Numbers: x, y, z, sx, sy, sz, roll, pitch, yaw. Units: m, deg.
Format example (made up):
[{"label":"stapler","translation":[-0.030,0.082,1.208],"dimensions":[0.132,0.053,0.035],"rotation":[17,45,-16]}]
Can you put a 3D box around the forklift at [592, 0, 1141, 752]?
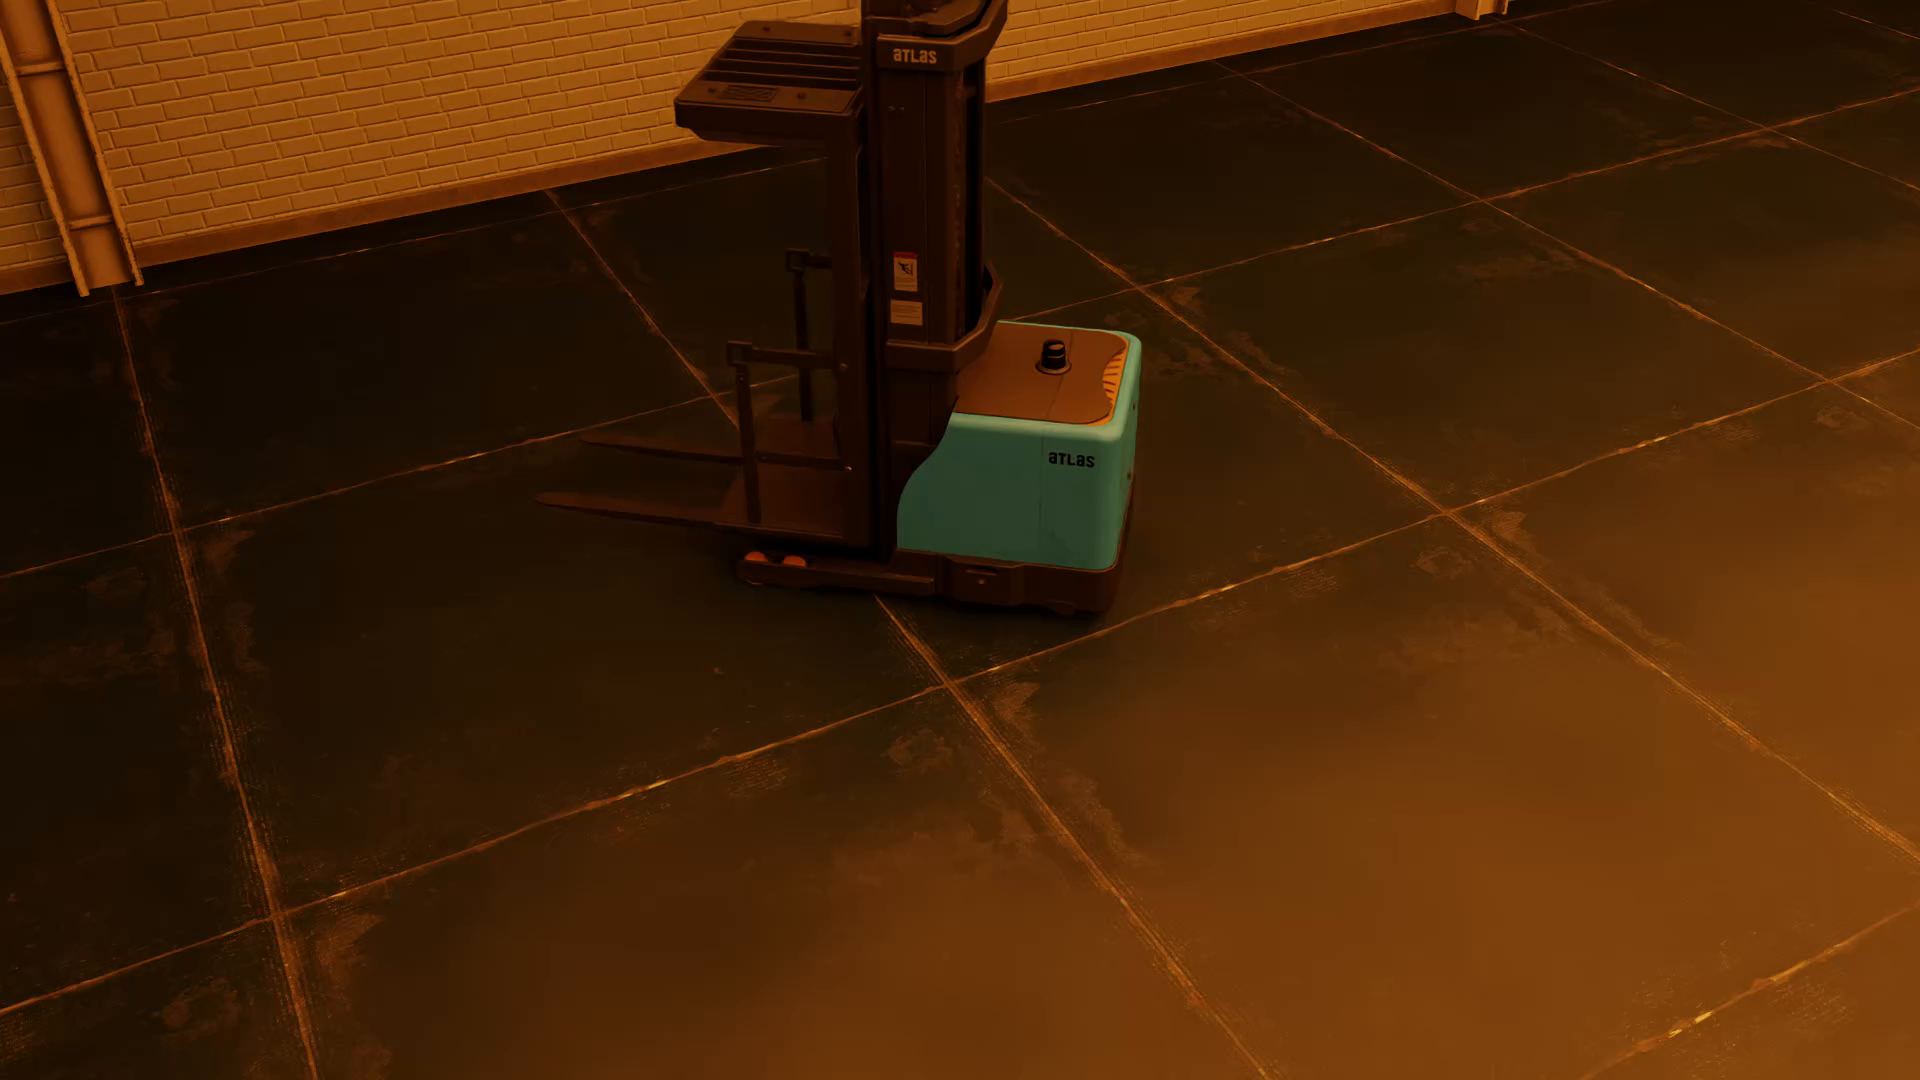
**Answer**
[{"label":"forklift","translation":[-0.405,-0.916,7.419],"dimensions":[1.130,2.935,3.031],"rotation":[26,43,31]}]

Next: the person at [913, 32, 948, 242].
[{"label":"person","translation":[-0.379,-2.836,11.260],"dimensions":[0.613,1.637,0.407],"rotation":[-2,35,-3]}]
